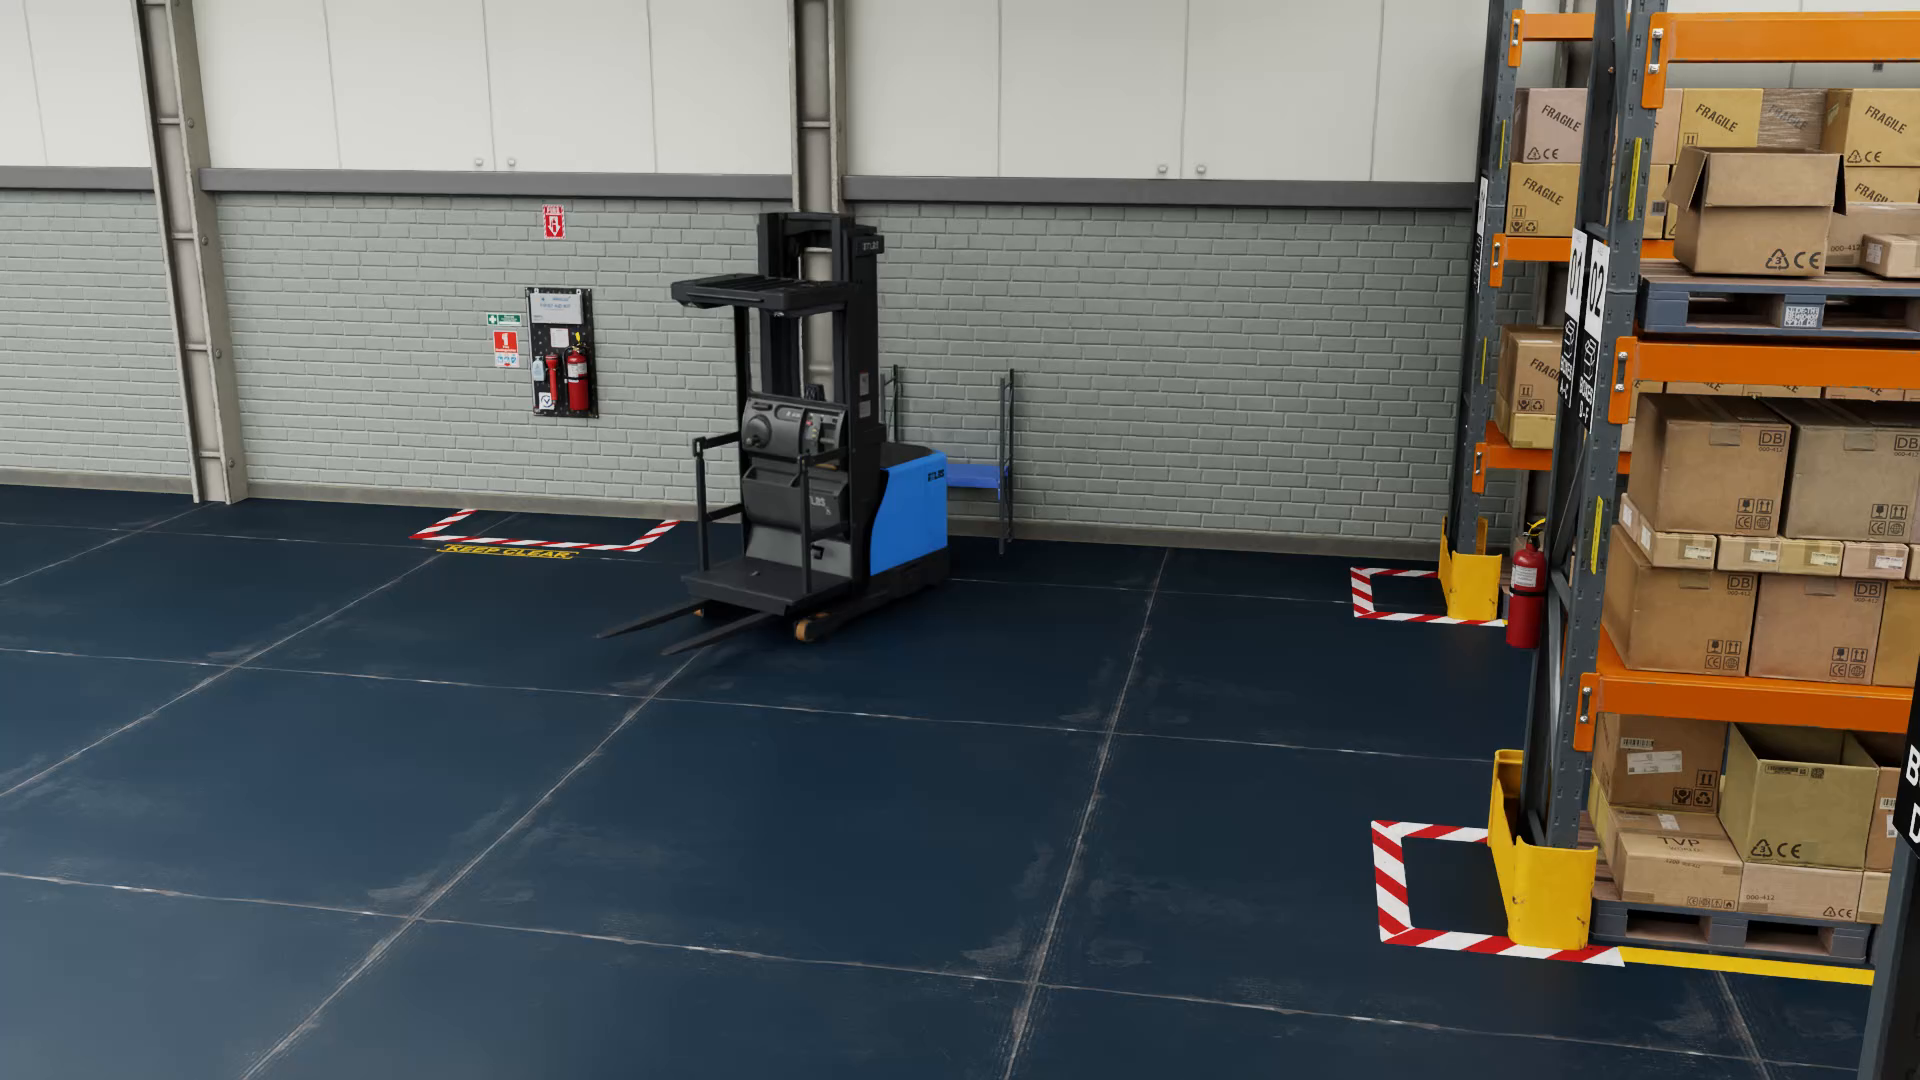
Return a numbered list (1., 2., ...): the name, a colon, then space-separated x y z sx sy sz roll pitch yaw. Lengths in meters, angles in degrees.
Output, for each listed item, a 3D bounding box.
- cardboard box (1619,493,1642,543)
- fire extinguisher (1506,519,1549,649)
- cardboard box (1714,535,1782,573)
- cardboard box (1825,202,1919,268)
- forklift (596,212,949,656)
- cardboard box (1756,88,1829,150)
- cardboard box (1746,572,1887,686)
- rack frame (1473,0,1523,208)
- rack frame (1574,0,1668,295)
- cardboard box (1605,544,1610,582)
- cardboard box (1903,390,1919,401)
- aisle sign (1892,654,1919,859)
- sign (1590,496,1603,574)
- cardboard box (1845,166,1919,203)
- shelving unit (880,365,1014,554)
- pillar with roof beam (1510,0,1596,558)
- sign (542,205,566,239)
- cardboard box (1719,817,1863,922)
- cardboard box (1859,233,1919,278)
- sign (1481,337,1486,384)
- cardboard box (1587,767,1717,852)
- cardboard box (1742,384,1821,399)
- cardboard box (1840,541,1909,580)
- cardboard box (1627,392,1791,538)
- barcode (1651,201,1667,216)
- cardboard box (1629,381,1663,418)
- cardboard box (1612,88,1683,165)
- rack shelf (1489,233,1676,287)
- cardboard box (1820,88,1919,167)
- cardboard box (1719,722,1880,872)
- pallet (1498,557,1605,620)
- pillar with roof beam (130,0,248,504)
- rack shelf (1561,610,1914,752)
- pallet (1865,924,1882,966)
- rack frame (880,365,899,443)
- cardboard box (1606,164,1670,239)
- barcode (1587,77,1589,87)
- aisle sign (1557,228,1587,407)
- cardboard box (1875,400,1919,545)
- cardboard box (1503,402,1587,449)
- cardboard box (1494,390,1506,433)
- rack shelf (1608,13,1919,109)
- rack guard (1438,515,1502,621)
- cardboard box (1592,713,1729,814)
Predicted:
1. cardboard box: 3.277 -0.101 7.835 0.250 0.149 0.380 3 16 10
2. fire extinguisher: 2.841 0.199 8.300 0.183 0.674 0.296 3 16 11
3. cardboard box: 3.466 0.019 7.402 0.250 0.149 0.380 3 16 10
4. cardboard box: 4.046 -1.362 7.401 0.500 0.250 0.500 3 16 11
5. forklift: -1.339 -0.825 11.981 1.130 2.935 3.031 11 19 33
6. cardboard box: 5.830 -2.951 11.808 0.500 0.500 0.500 3 16 11
7. cardboard box: 3.835 0.296 7.617 0.500 0.500 0.700 4 16 13
8. rack frame: 3.848 -3.898 11.707 0.127 3.000 1.000 3 16 11
9. rack frame: 2.865 -2.602 7.028 0.127 3.000 1.000 3 16 11
10. cardboard box: 5.067 0.168 12.480 0.500 0.311 0.500 4 16 16
11. cardboard box: 6.753 -1.062 11.546 0.500 0.500 0.500 3 16 11
12. aisle sign: 1.863 0.251 3.099 0.004 0.787 0.394 3 16 11
13. sign: 2.748 -0.021 7.179 0.005 0.325 0.100 3 16 11
14. cardboard box: 6.180 -2.309 11.366 0.500 0.500 0.500 2 16 9
15. shelving unit: -0.102 -0.696 14.195 1.048 1.500 0.538 3 16 11
16. pillar with roof beam: 3.849 -2.961 8.323 0.400 9.000 9.100 3 16 11
17. sign: -3.575 -2.800 14.639 0.199 0.298 0.001 3 16 11
18. cardboard box: 3.837 1.524 7.734 0.500 0.250 0.500 3 16 11
19. cardboard box: 3.983 -1.196 6.994 0.250 0.149 0.380 3 16 11
20. sign: 3.740 -1.282 11.879 0.005 0.325 0.100 3 16 11
21. cardboard box: 3.449 1.363 8.316 0.500 0.250 0.500 3 16 11
22. cardboard box: 5.752 -1.119 11.752 0.500 0.500 0.500 4 16 13
23. cardboard box: 3.957 0.047 7.302 0.250 0.149 0.380 3 16 10
24. cardboard box: 3.372 -0.353 7.530 0.500 0.500 0.700 3 16 11
25. barcode: 3.257 -1.546 7.748 0.075 0.075 0.001 3 16 11
26. cardboard box: 4.738 -1.173 11.945 0.500 0.500 0.500 3 16 11
27. cardboard box: 4.659 -2.868 11.510 0.500 0.500 0.500 3 16 10
28. rack shelf: 5.808 -1.999 11.819 4.000 0.370 1.077 3 16 11
29. cardboard box: 6.170 -2.786 11.215 0.500 0.500 0.500 3 16 9
30. cardboard box: 3.836 1.163 7.632 0.500 0.500 0.500 3 16 11
31. pallet: 4.712 0.394 12.676 1.213 0.211 1.003 3 16 11
32. pillar with roof beam: -7.911 -3.599 10.628 0.400 9.000 9.100 3 16 11
33. rack shelf: 4.825 0.742 7.540 4.000 0.370 1.077 3 16 11
34. pallet: 4.814 1.728 7.857 1.213 0.211 1.003 3 16 11
35. rack frame: -0.600 -0.723 14.293 0.032 1.500 0.500 3 16 11
36. cardboard box: 4.645 -2.389 11.654 0.500 0.500 0.500 4 16 15
37. barcode: 4.644 -3.364 12.216 0.075 0.075 0.001 3 16 11
38. aisle sign: 2.859 -1.044 7.771 0.004 0.787 0.394 3 16 11
39. cardboard box: 4.382 -0.300 7.338 0.500 0.500 0.700 3 16 11
40. cardboard box: 4.263 -0.835 12.131 0.500 0.250 0.500 3 16 9
41. cardboard box: 4.345 -0.970 12.618 0.500 0.250 0.500 3 16 12
42. rack shelf: 4.825 -1.956 6.793 4.000 0.370 1.077 3 16 11
43. rack guard: 3.923 0.202 12.827 0.348 0.500 1.175 3 16 11
44. cardboard box: 3.450 1.001 8.217 0.500 0.500 0.500 3 16 11
